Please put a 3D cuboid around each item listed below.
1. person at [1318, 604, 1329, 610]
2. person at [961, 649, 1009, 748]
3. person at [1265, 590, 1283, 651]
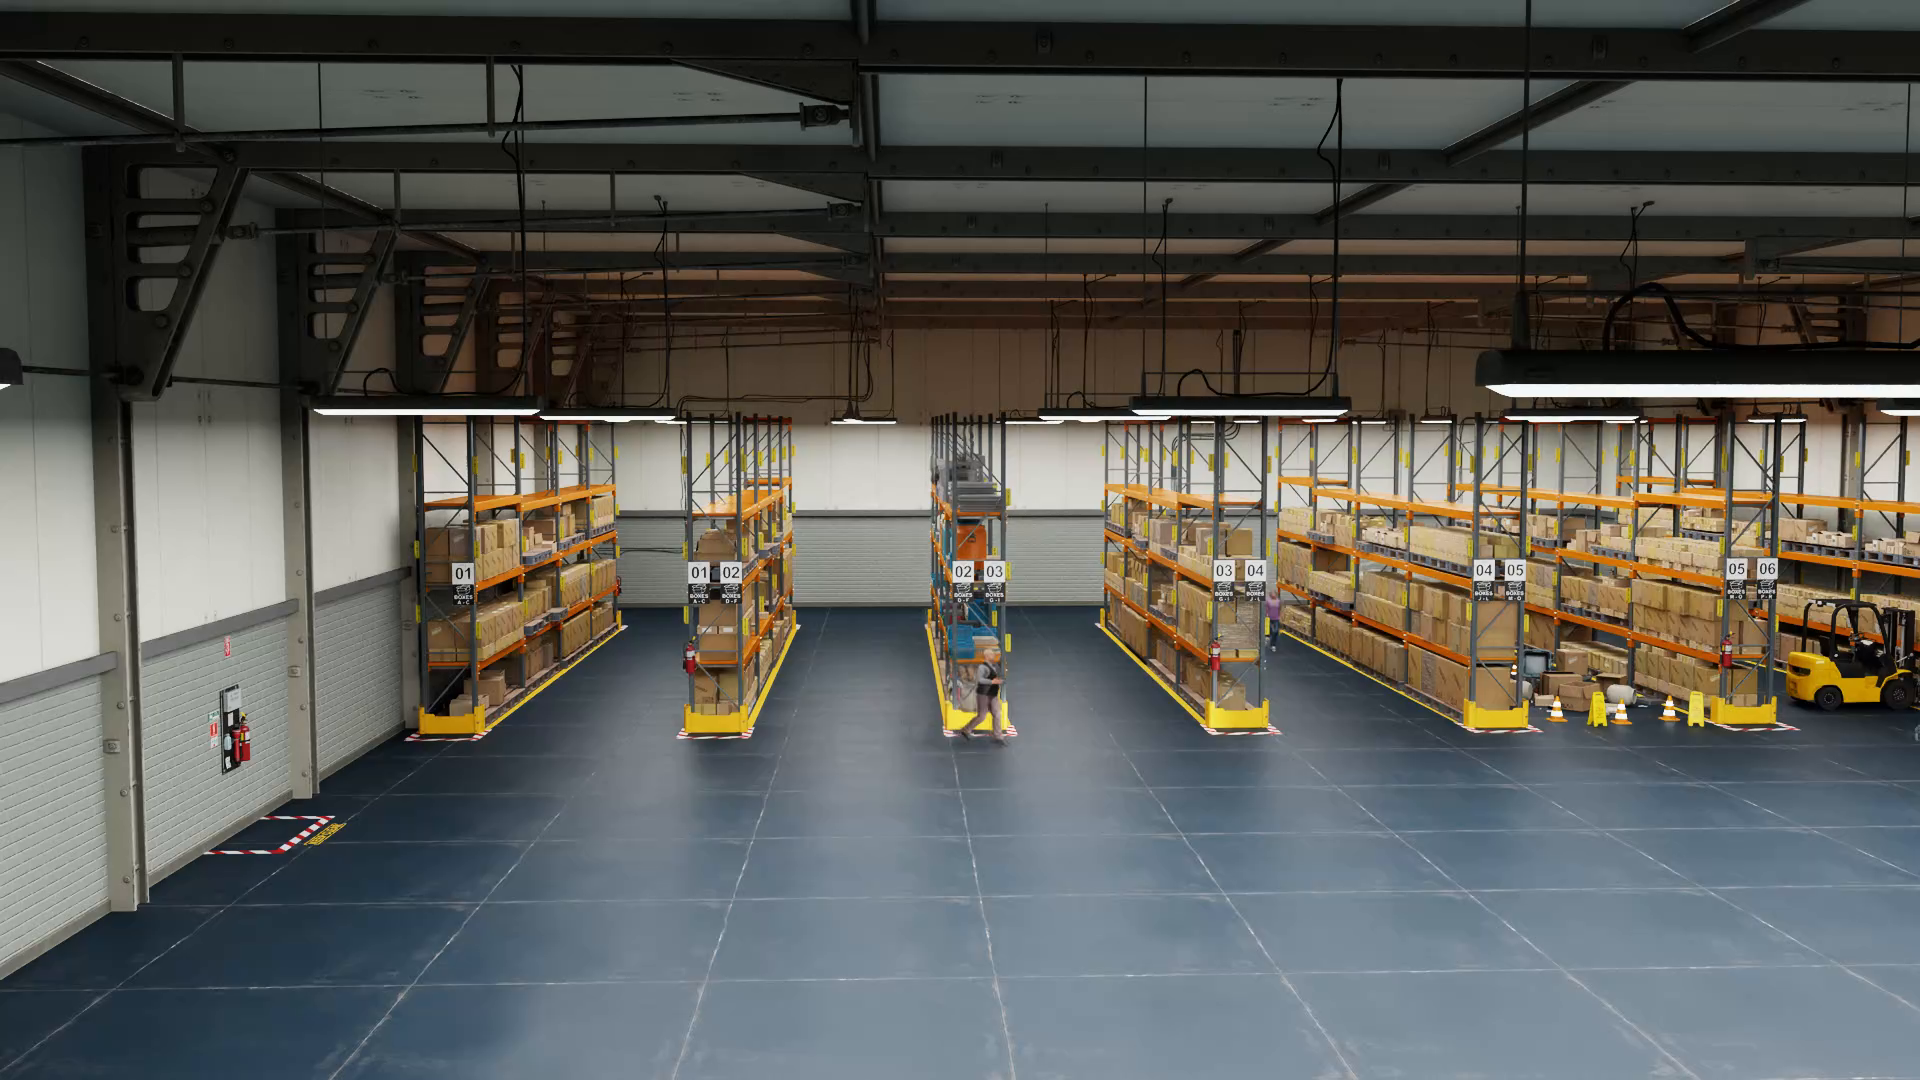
[{"bbox_3d":[10.811,1.547,49.453,0.759,1.697,0.554,-2,4,-22],"label":"person"},{"bbox_3d":[0.479,2.829,29.850,0.921,1.755,0.664,2,4,28],"label":"person"},{"bbox_3d":[8.047,2.053,42.720,0.545,1.564,0.596,0,4,-2],"label":"person"}]
